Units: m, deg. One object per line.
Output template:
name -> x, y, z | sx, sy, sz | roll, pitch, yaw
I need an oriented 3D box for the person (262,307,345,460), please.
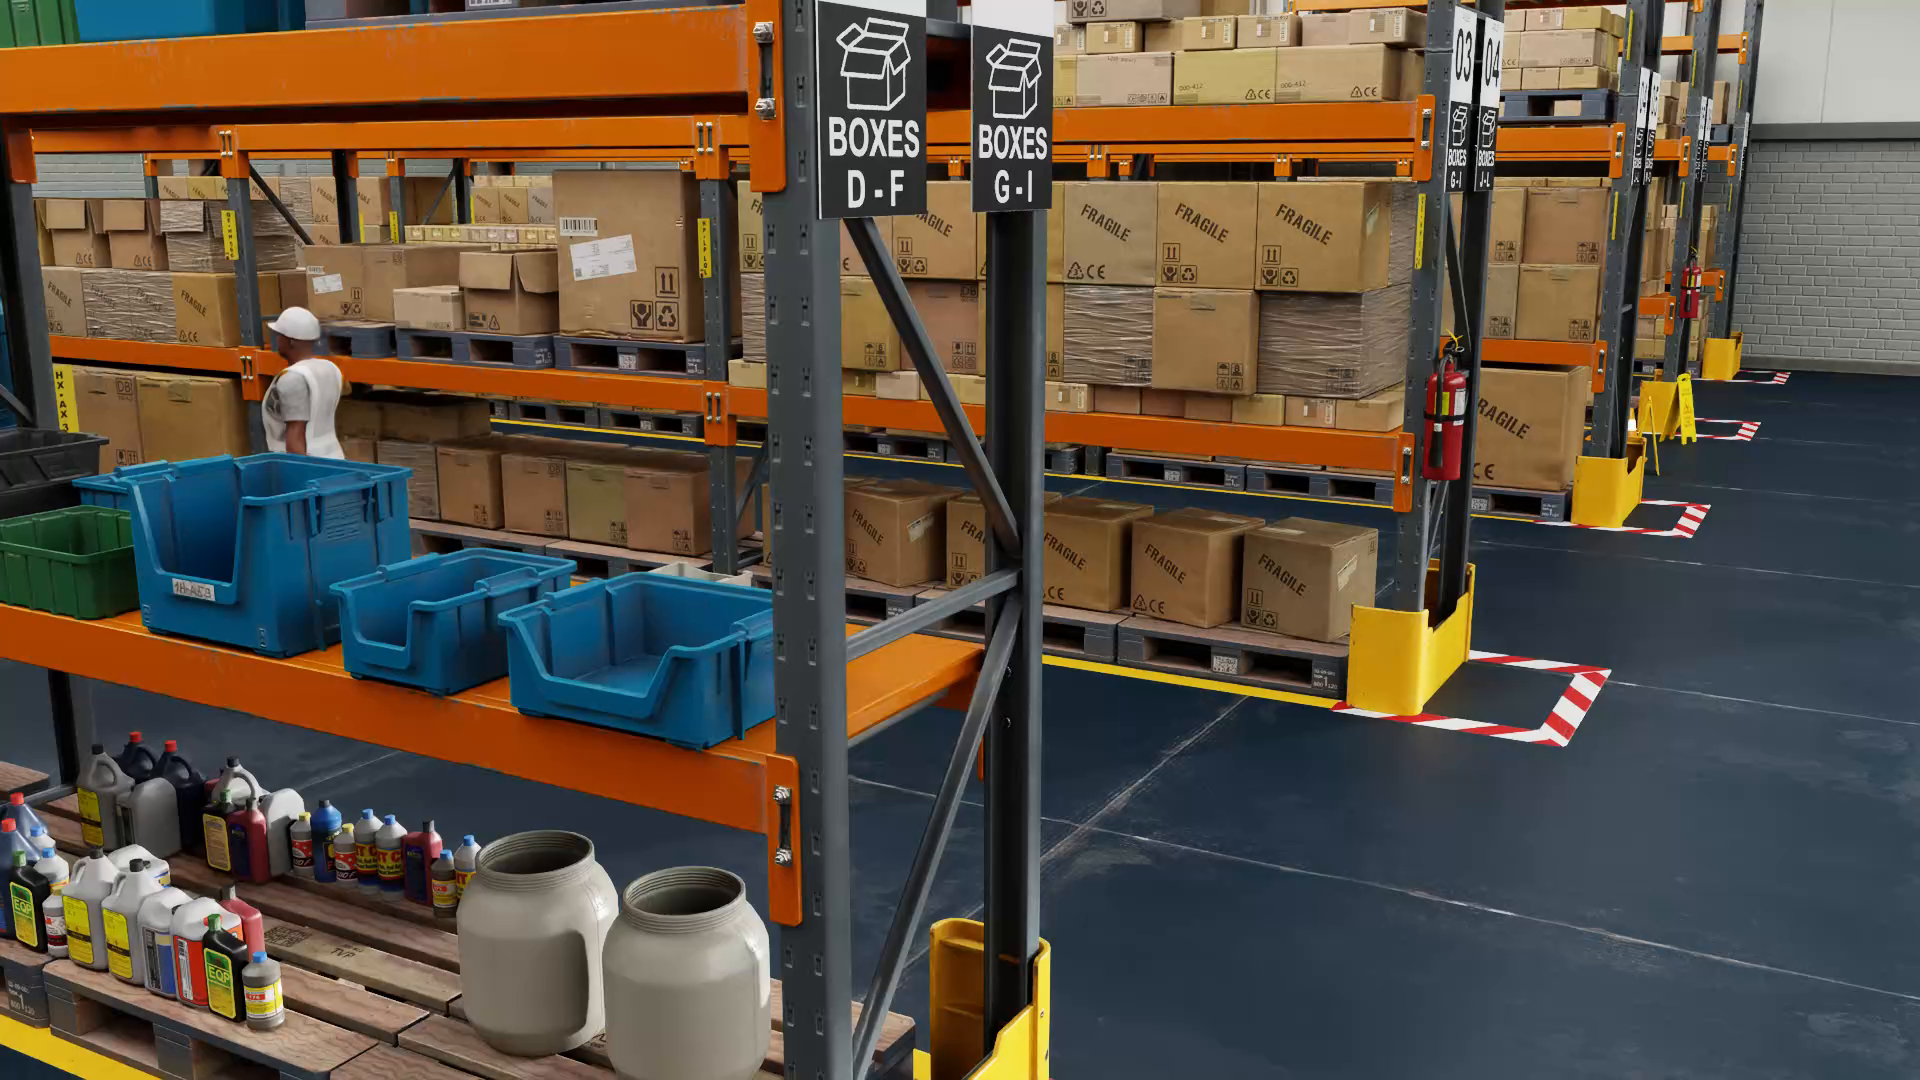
person -> -3.572, -0.330, 8.965 | 0.591, 1.844, 0.615 | 2, 13, 9
